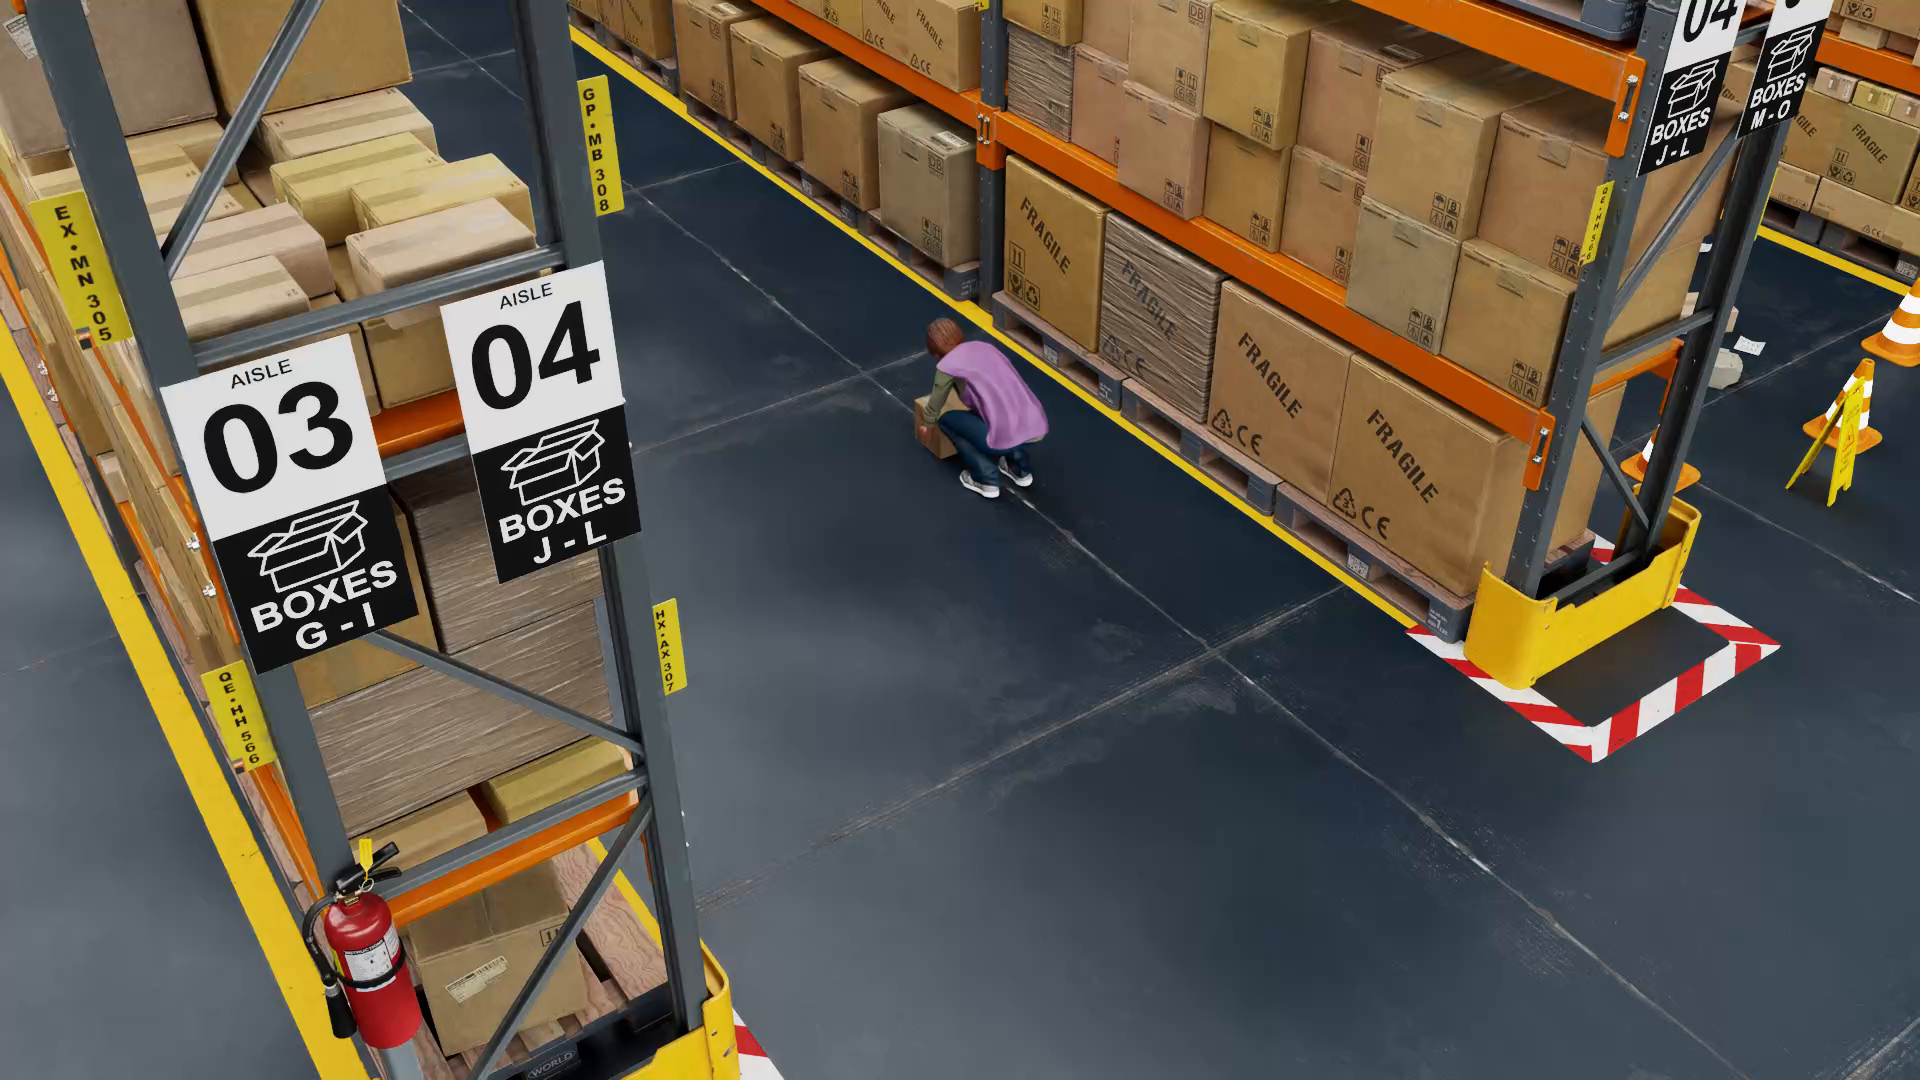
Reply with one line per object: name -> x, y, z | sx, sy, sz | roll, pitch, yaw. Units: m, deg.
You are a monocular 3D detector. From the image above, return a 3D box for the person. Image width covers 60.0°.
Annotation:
person -> 0.106, -0.667, 8.614 | 0.429, 0.778, 0.871 | -24, 43, -29
